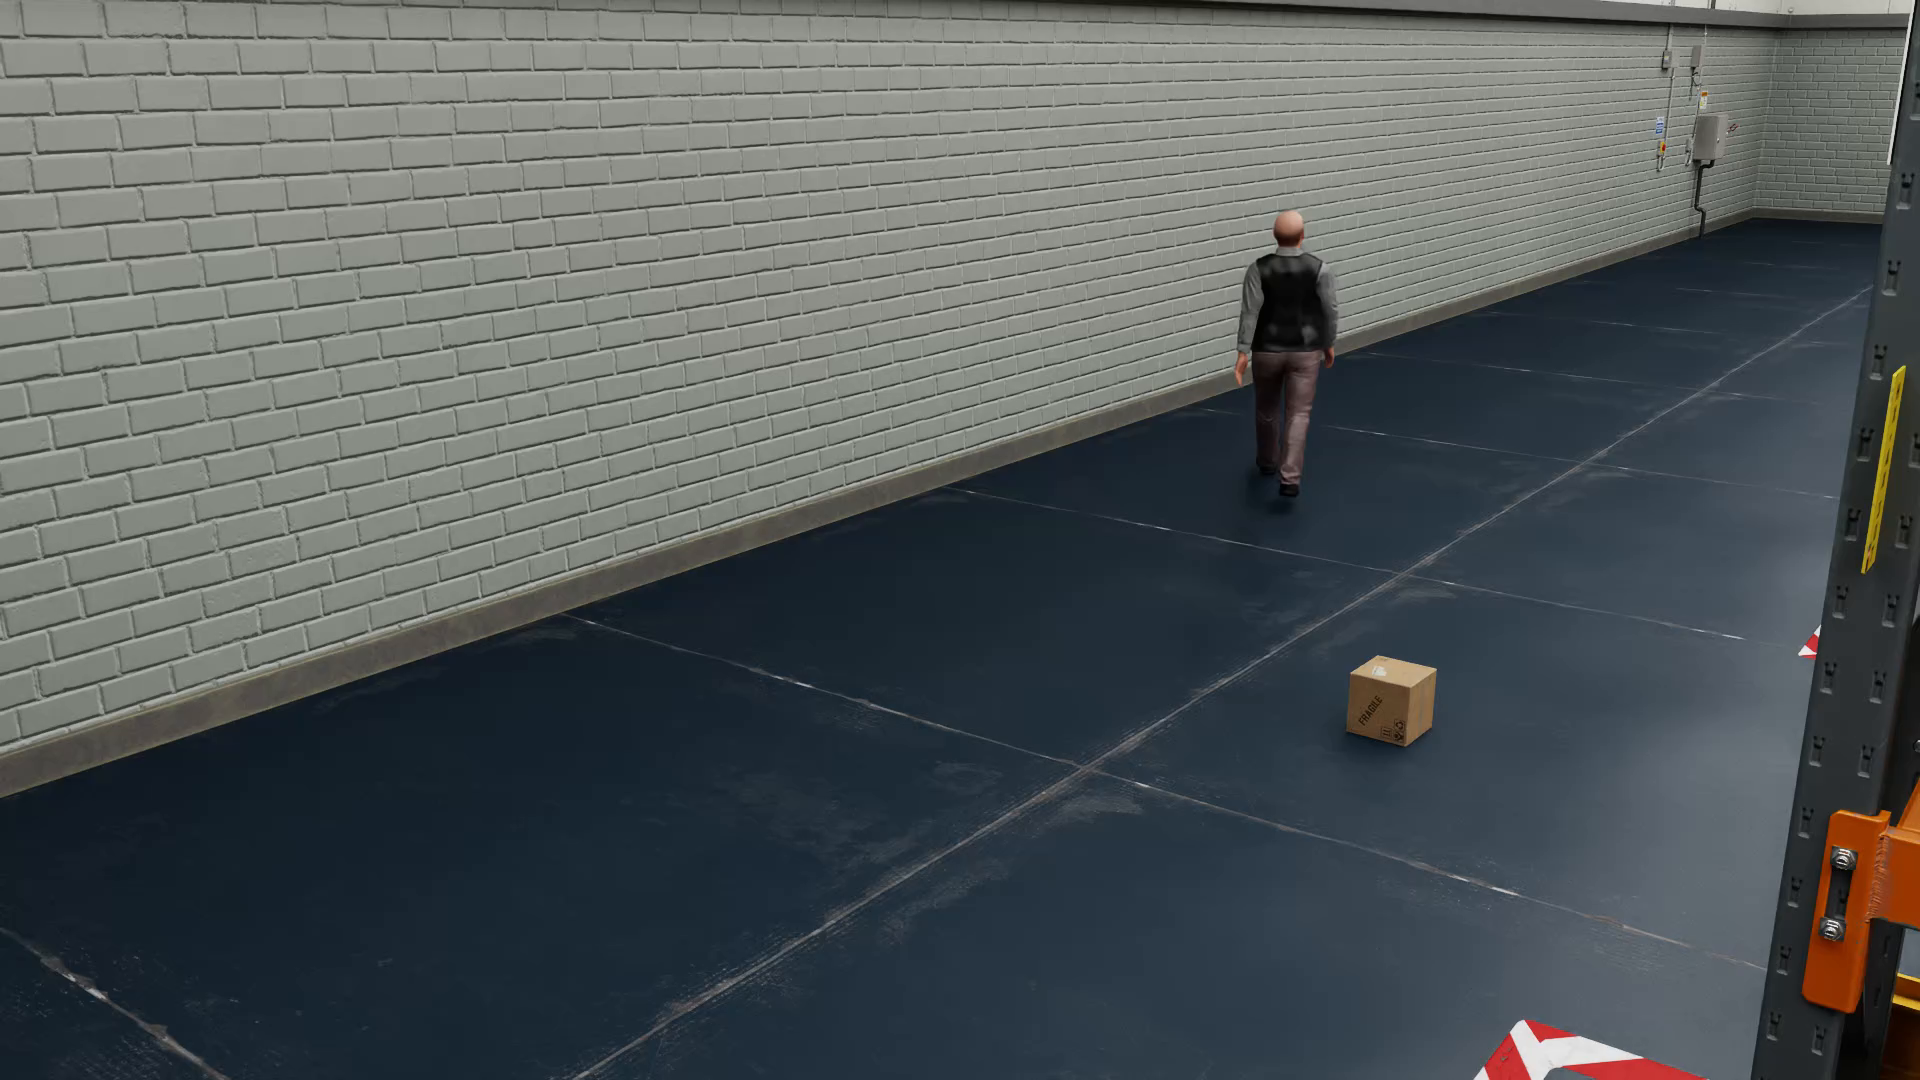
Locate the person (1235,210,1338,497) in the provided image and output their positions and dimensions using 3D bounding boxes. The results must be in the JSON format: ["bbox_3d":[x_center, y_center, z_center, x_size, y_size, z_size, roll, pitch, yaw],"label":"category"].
[{"bbox_3d":[1.955,-1.125,9.921,0.563,1.669,1.067,5,17,17],"label":"person"}]
